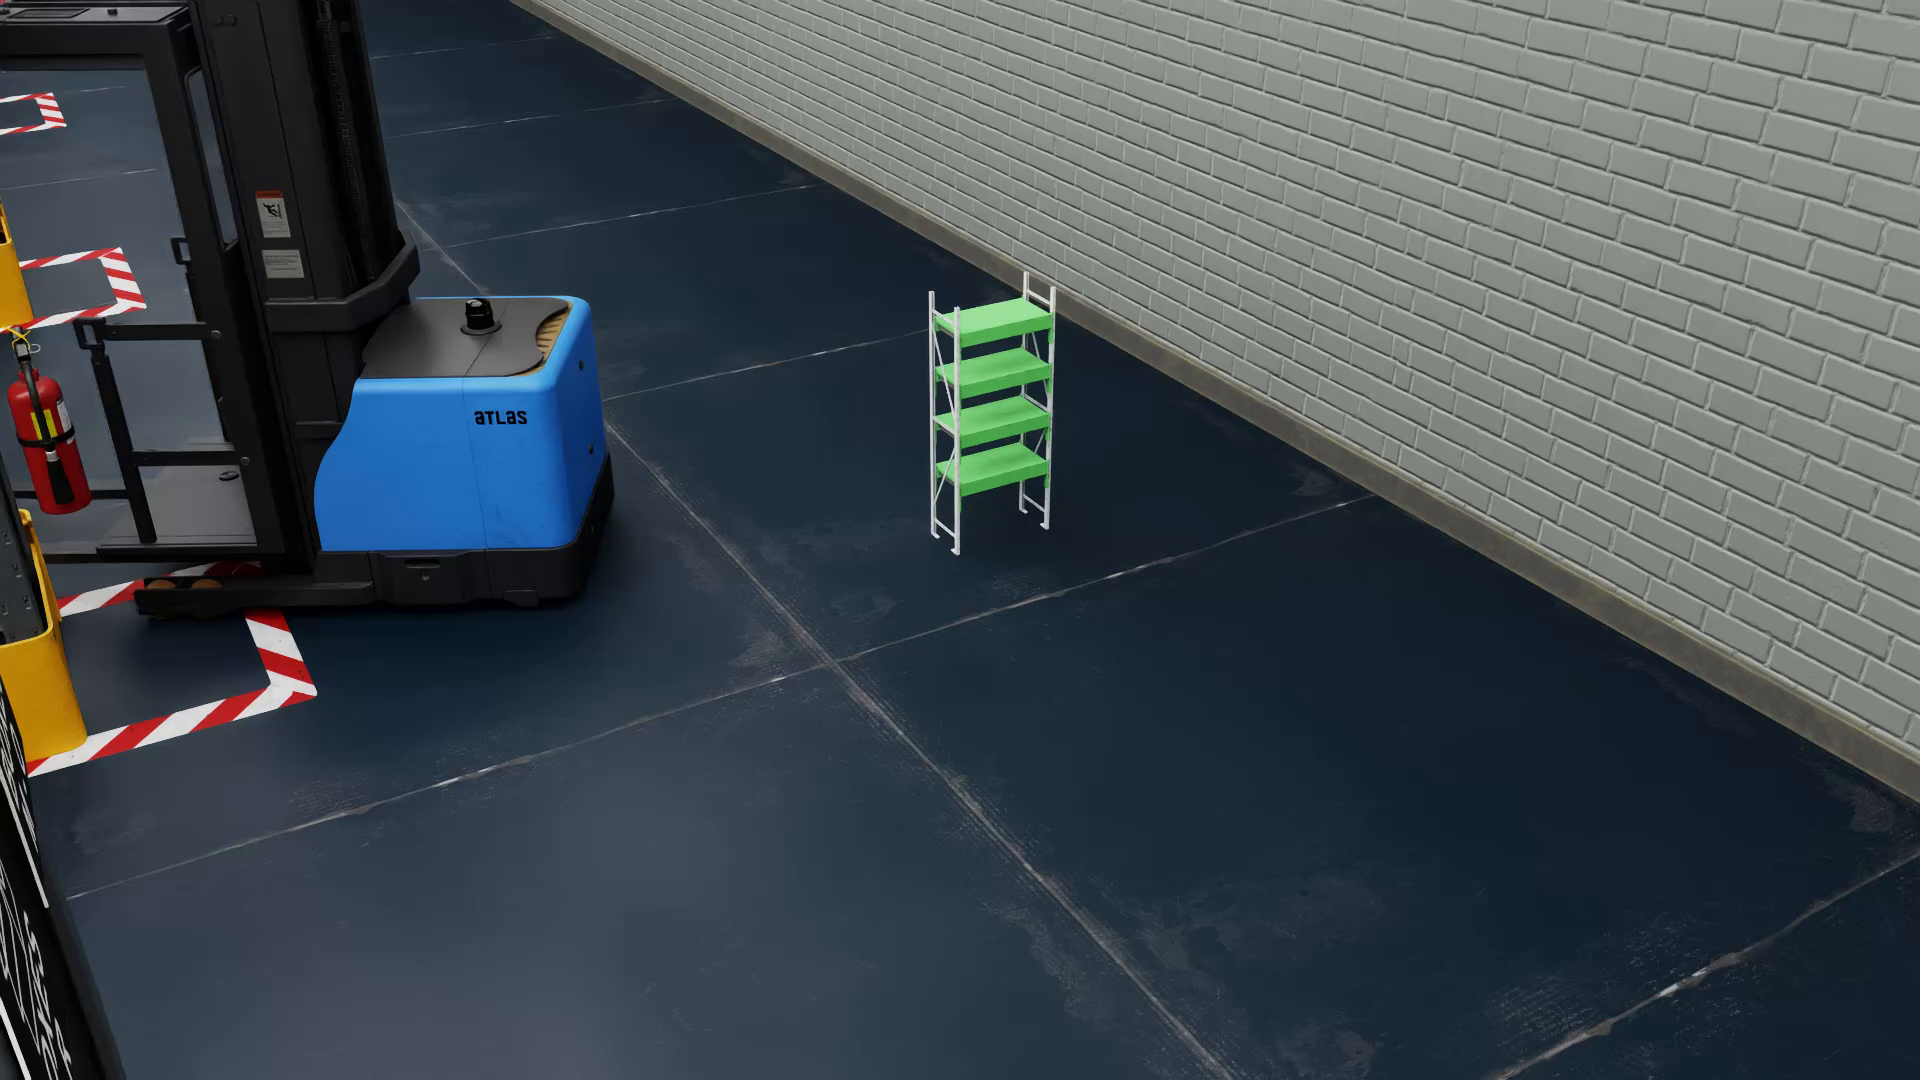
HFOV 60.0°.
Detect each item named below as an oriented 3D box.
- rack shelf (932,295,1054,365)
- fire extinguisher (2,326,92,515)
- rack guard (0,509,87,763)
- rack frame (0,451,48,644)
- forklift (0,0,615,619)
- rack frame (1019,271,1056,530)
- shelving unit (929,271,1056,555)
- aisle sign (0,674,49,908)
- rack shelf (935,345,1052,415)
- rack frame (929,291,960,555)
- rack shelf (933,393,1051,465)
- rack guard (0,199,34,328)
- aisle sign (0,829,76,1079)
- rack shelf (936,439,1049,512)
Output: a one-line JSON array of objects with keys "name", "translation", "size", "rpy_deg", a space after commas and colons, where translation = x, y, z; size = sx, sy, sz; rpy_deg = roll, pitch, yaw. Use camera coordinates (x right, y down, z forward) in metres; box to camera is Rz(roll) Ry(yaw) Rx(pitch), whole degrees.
[{"name": "rack shelf", "translation": [0.143, -0.930, 7.332], "size": [0.480, 0.148, 0.258], "rpy_deg": [-16, 33, -26]}, {"name": "fire extinguisher", "translation": [-3.245, -0.423, 5.877], "size": [0.183, 0.674, 0.296], "rpy_deg": [-16, 33, -26]}, {"name": "rack guard", "translation": [-3.761, 0.363, 6.575], "size": [0.348, 0.500, 1.175], "rpy_deg": [-16, 33, -26]}, {"name": "rack frame", "translation": [-3.696, -0.750, 6.005], "size": [0.127, 3.000, 1.000], "rpy_deg": [-16, 33, -26]}, {"name": "forklift", "translation": [-3.160, -1.204, 6.898], "size": [3.031, 2.935, 1.130], "rpy_deg": [-1, 29, -1]}, {"name": "rack frame", "translation": [0.353, -0.626, 7.642], "size": [0.015, 1.200, 0.240], "rpy_deg": [-16, 33, -26]}, {"name": "shelving unit", "translation": [0.143, -0.566, 7.534], "size": [0.503, 1.200, 0.258], "rpy_deg": [-16, 33, -26]}, {"name": "aisle sign", "translation": [-1.185, 0.010, 1.936], "size": [0.004, 0.787, 0.394], "rpy_deg": [-16, 33, -26]}, {"name": "rack shelf", "translation": [0.143, -0.720, 7.448], "size": [0.480, 0.148, 0.258], "rpy_deg": [-16, 33, -26]}, {"name": "rack frame", "translation": [-0.068, -0.506, 7.425], "size": [0.015, 1.200, 0.240], "rpy_deg": [-16, 33, -26]}, {"name": "rack shelf", "translation": [0.143, -0.510, 7.564], "size": [0.480, 0.148, 0.258], "rpy_deg": [-16, 33, -26]}, {"name": "rack guard", "translation": [-6.100, -1.753, 10.409], "size": [0.348, 0.500, 1.175], "rpy_deg": [-16, 33, -26]}, {"name": "aisle sign", "translation": [-0.882, 0.260, 1.483], "size": [0.004, 0.787, 0.394], "rpy_deg": [-16, 33, -26]}, {"name": "rack shelf", "translation": [0.143, -0.300, 7.680], "size": [0.480, 0.148, 0.258], "rpy_deg": [-16, 33, -26]}]
